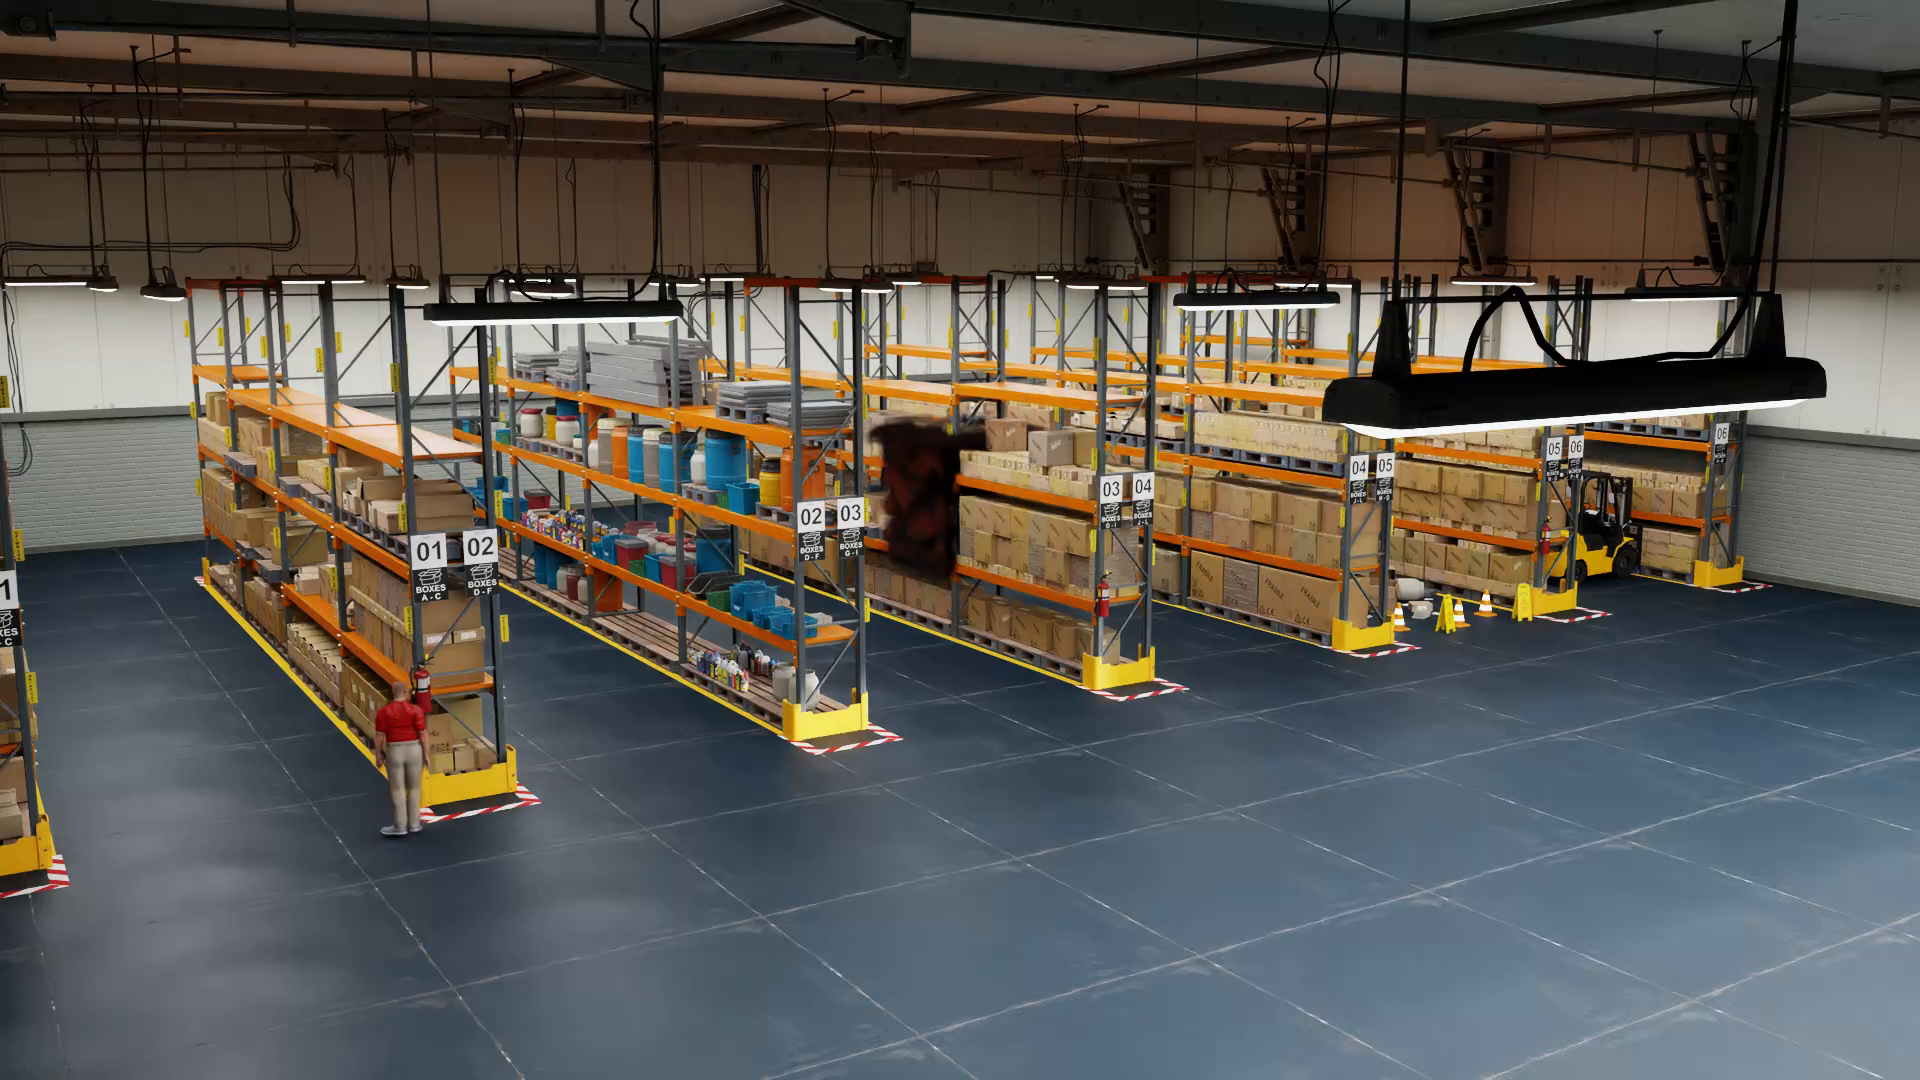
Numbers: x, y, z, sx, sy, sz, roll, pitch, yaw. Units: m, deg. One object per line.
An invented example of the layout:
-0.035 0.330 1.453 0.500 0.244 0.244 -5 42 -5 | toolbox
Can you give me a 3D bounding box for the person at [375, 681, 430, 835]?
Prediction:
-6.198 2.418 18.488 0.591 1.748 0.411 -2 10 -14 | person
